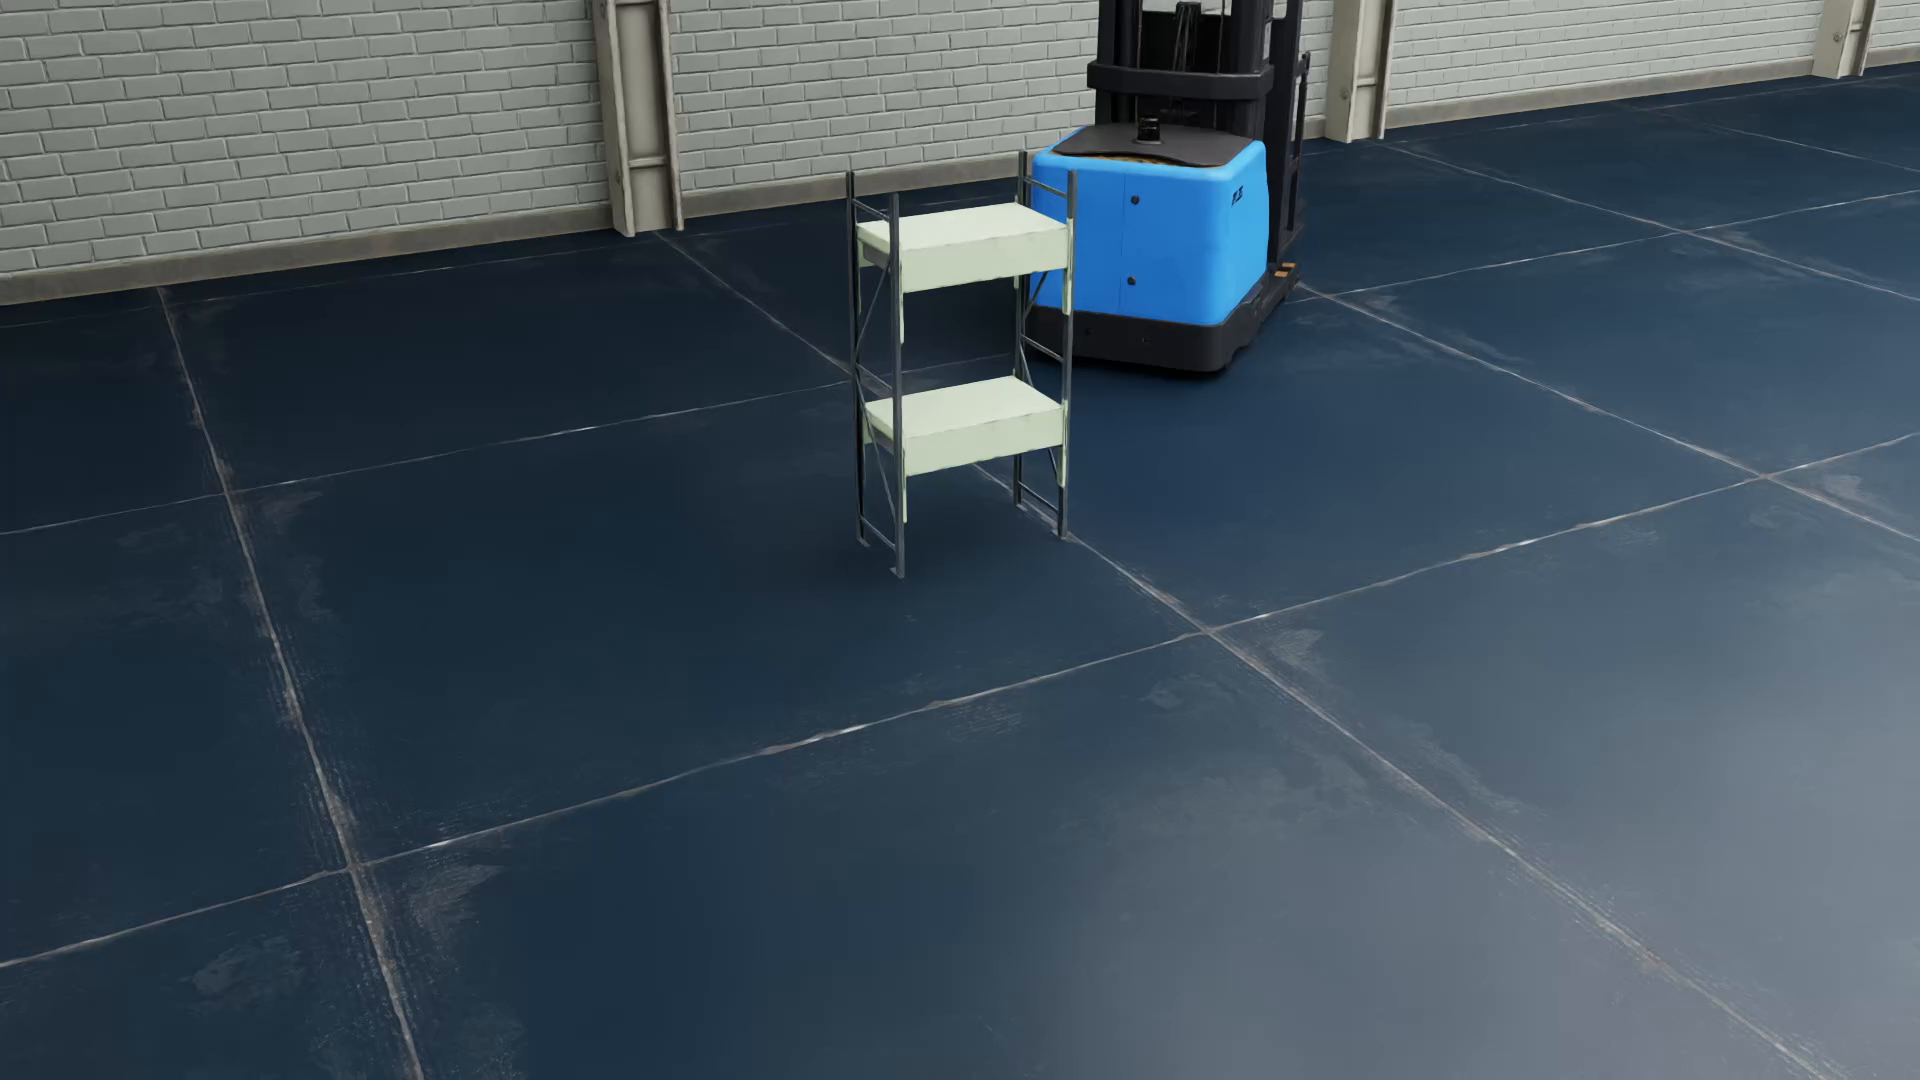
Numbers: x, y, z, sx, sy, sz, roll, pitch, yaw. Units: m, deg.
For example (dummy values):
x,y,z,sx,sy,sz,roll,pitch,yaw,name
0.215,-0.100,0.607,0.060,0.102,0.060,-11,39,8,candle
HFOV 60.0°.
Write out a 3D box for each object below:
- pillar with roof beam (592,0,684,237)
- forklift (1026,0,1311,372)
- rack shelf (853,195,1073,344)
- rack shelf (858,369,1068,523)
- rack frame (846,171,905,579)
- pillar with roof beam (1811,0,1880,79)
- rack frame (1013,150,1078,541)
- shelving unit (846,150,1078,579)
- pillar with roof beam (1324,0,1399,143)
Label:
x,y,z,sx,sy,sz,roll,pitch,yaw,name
-0.050,-4.491,5.706,0.400,9.000,9.100,-13,29,-25,pillar with roof beam
1.369,-2.777,9.147,1.130,2.935,3.031,10,27,20,forklift
0.006,-1.029,6.259,0.720,0.370,0.431,-13,29,-25,rack shelf
0.006,-0.384,6.569,0.720,0.370,0.431,-13,29,-25,rack shelf
-0.317,-0.603,6.273,0.023,1.500,0.400,-13,29,-25,rack frame
10.538,-6.935,10.797,0.400,9.000,9.100,-13,29,-25,pillar with roof beam
0.329,-0.752,6.583,0.023,1.500,0.400,-13,29,-25,rack frame
0.006,-0.677,6.428,0.755,1.500,0.431,-13,29,-25,shelving unit
5.244,-5.713,8.252,0.400,9.000,9.100,-13,29,-25,pillar with roof beam
